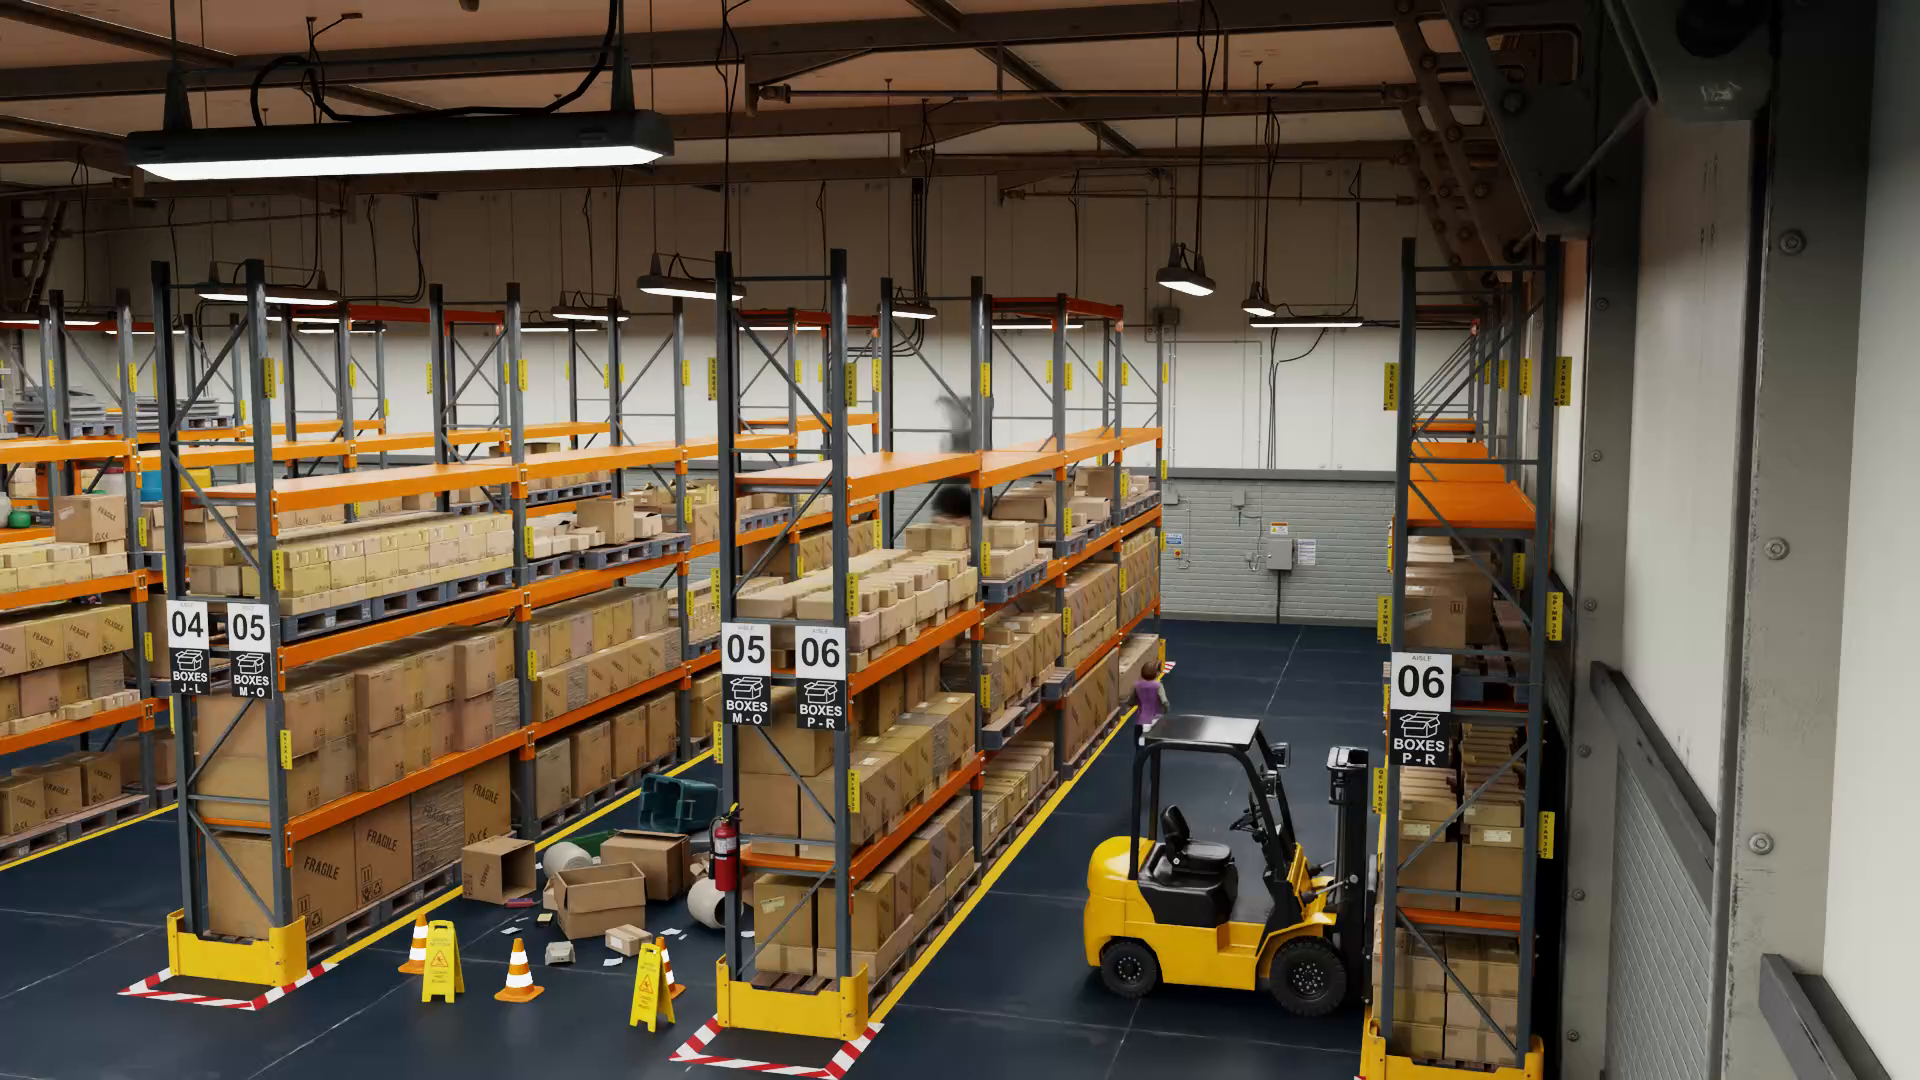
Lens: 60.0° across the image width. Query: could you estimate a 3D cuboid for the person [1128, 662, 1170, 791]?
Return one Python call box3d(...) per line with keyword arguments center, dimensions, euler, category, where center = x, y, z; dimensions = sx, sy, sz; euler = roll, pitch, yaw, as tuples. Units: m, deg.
box3d(center=(2.272, 2.243, 19.960), dimensions=(0.535, 1.588, 0.891), euler=(2, 6, 16), category="person")
